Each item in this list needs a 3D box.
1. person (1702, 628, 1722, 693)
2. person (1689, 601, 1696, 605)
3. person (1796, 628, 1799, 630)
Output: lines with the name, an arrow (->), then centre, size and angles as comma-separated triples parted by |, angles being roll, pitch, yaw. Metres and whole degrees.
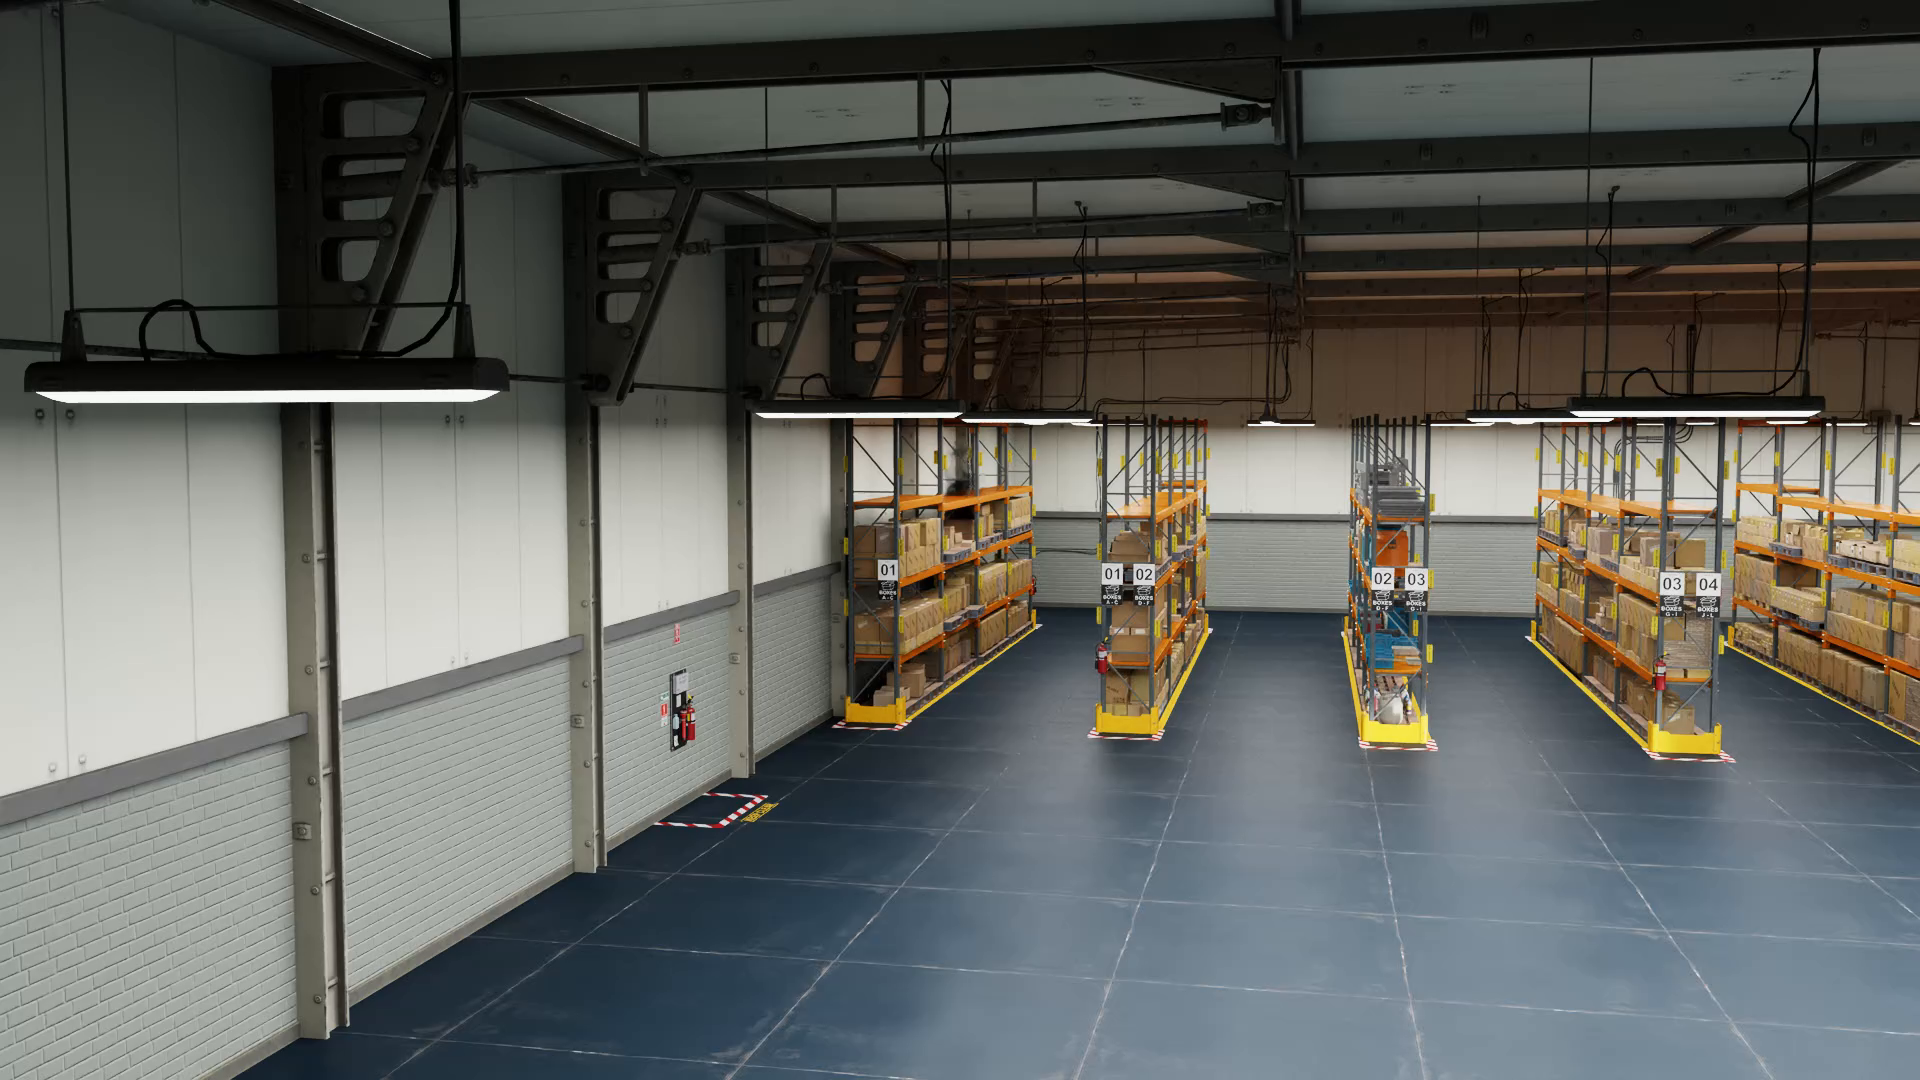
person -> 16.345, 2.394, 36.520 | 0.708, 1.790, 1.048 | 1, 4, 7
person -> 19.004, 1.991, 43.307 | 0.691, 1.689, 0.940 | 2, 4, 22
person -> 22.281, 1.974, 44.018 | 0.677, 1.648, 0.657 | -2, 4, -24
